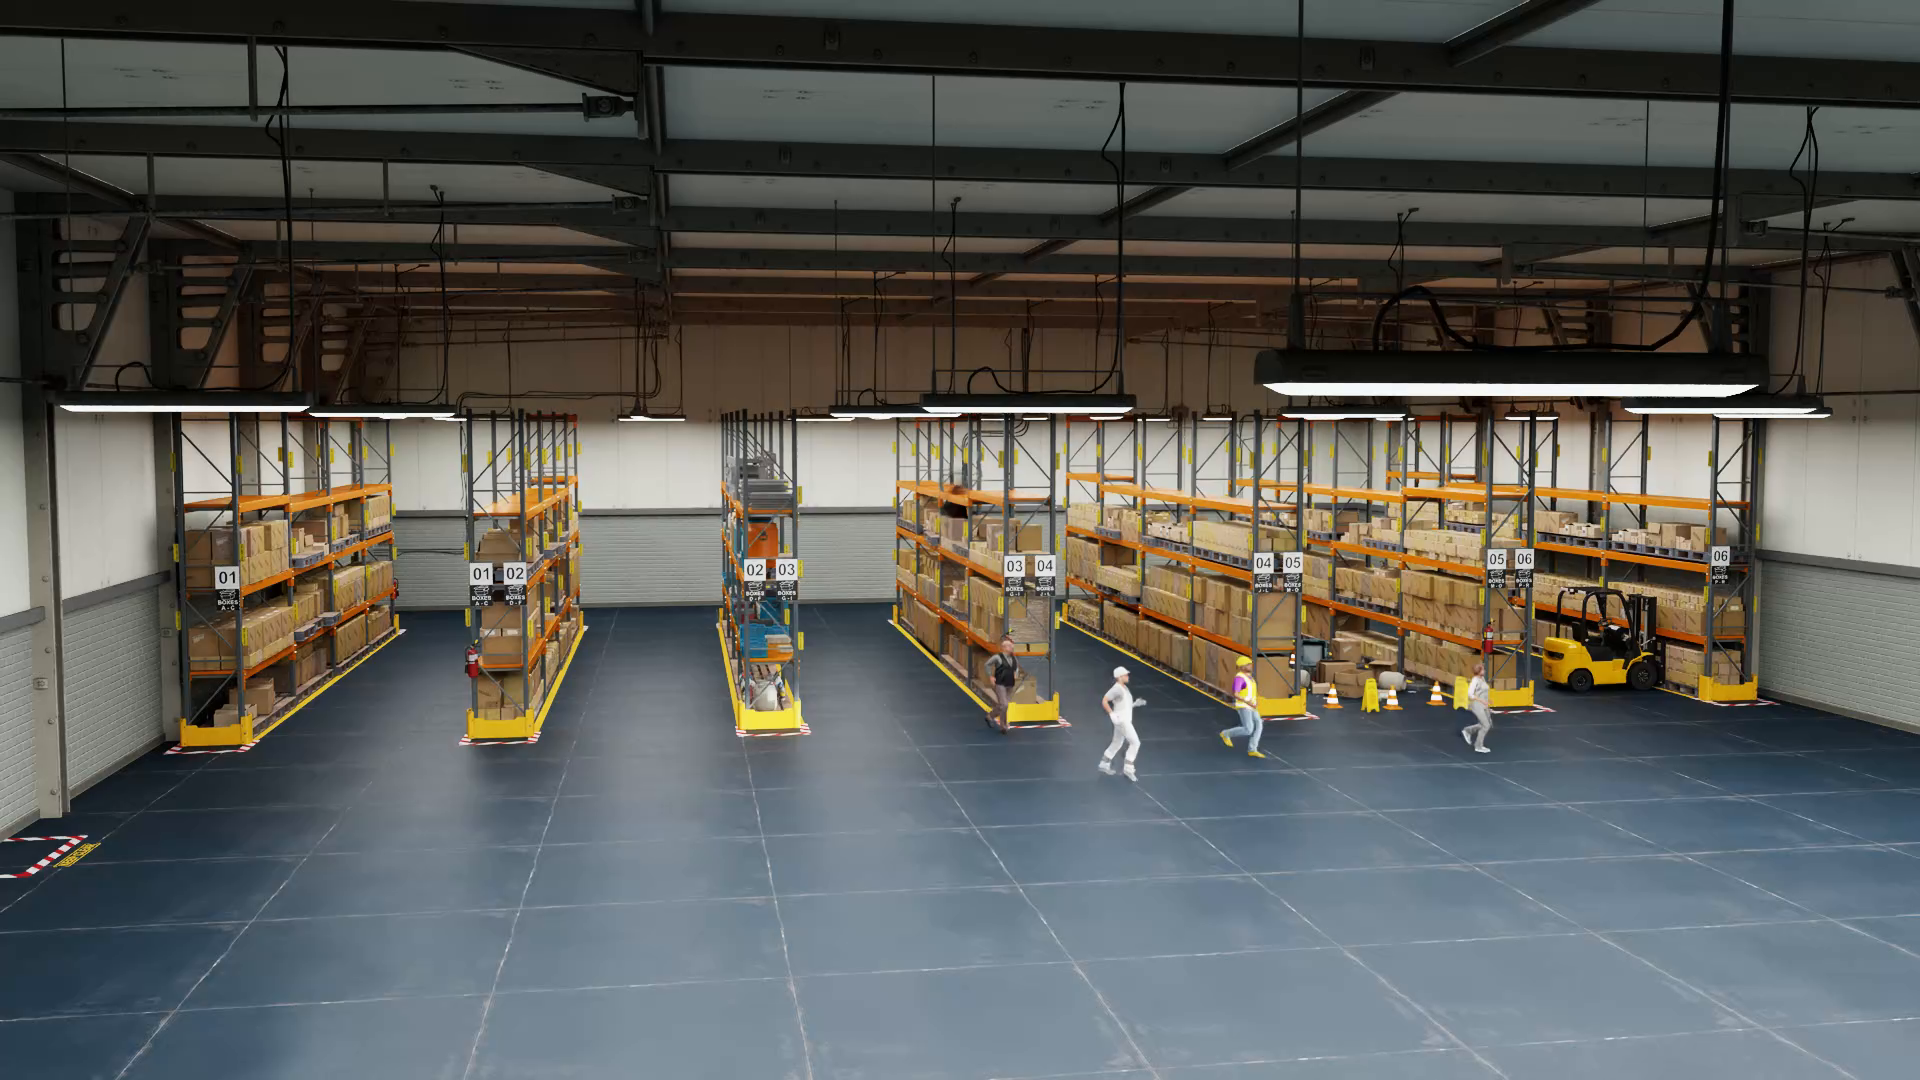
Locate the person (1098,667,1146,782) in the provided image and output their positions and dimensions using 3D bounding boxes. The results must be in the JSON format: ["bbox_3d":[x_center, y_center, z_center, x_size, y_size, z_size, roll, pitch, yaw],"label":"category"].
[{"bbox_3d":[2.606,2.962,26.748,0.774,1.846,0.643,1,4,10],"label":"person"}]

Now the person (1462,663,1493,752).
[{"bbox_3d":[9.032,2.921,29.044,0.565,1.546,0.534,3,5,39],"label":"person"}]

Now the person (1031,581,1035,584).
[{"bbox_3d":[1.966,1.551,47.175,0.718,1.792,0.966,0,4,6],"label":"person"}]

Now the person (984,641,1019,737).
[{"bbox_3d":[0.803,2.743,30.853,0.680,1.760,0.850,-3,5,-40],"label":"person"}]

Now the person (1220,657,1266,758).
[{"bbox_3d":[4.903,2.870,28.696,0.793,1.732,0.711,2,5,28],"label":"person"}]
